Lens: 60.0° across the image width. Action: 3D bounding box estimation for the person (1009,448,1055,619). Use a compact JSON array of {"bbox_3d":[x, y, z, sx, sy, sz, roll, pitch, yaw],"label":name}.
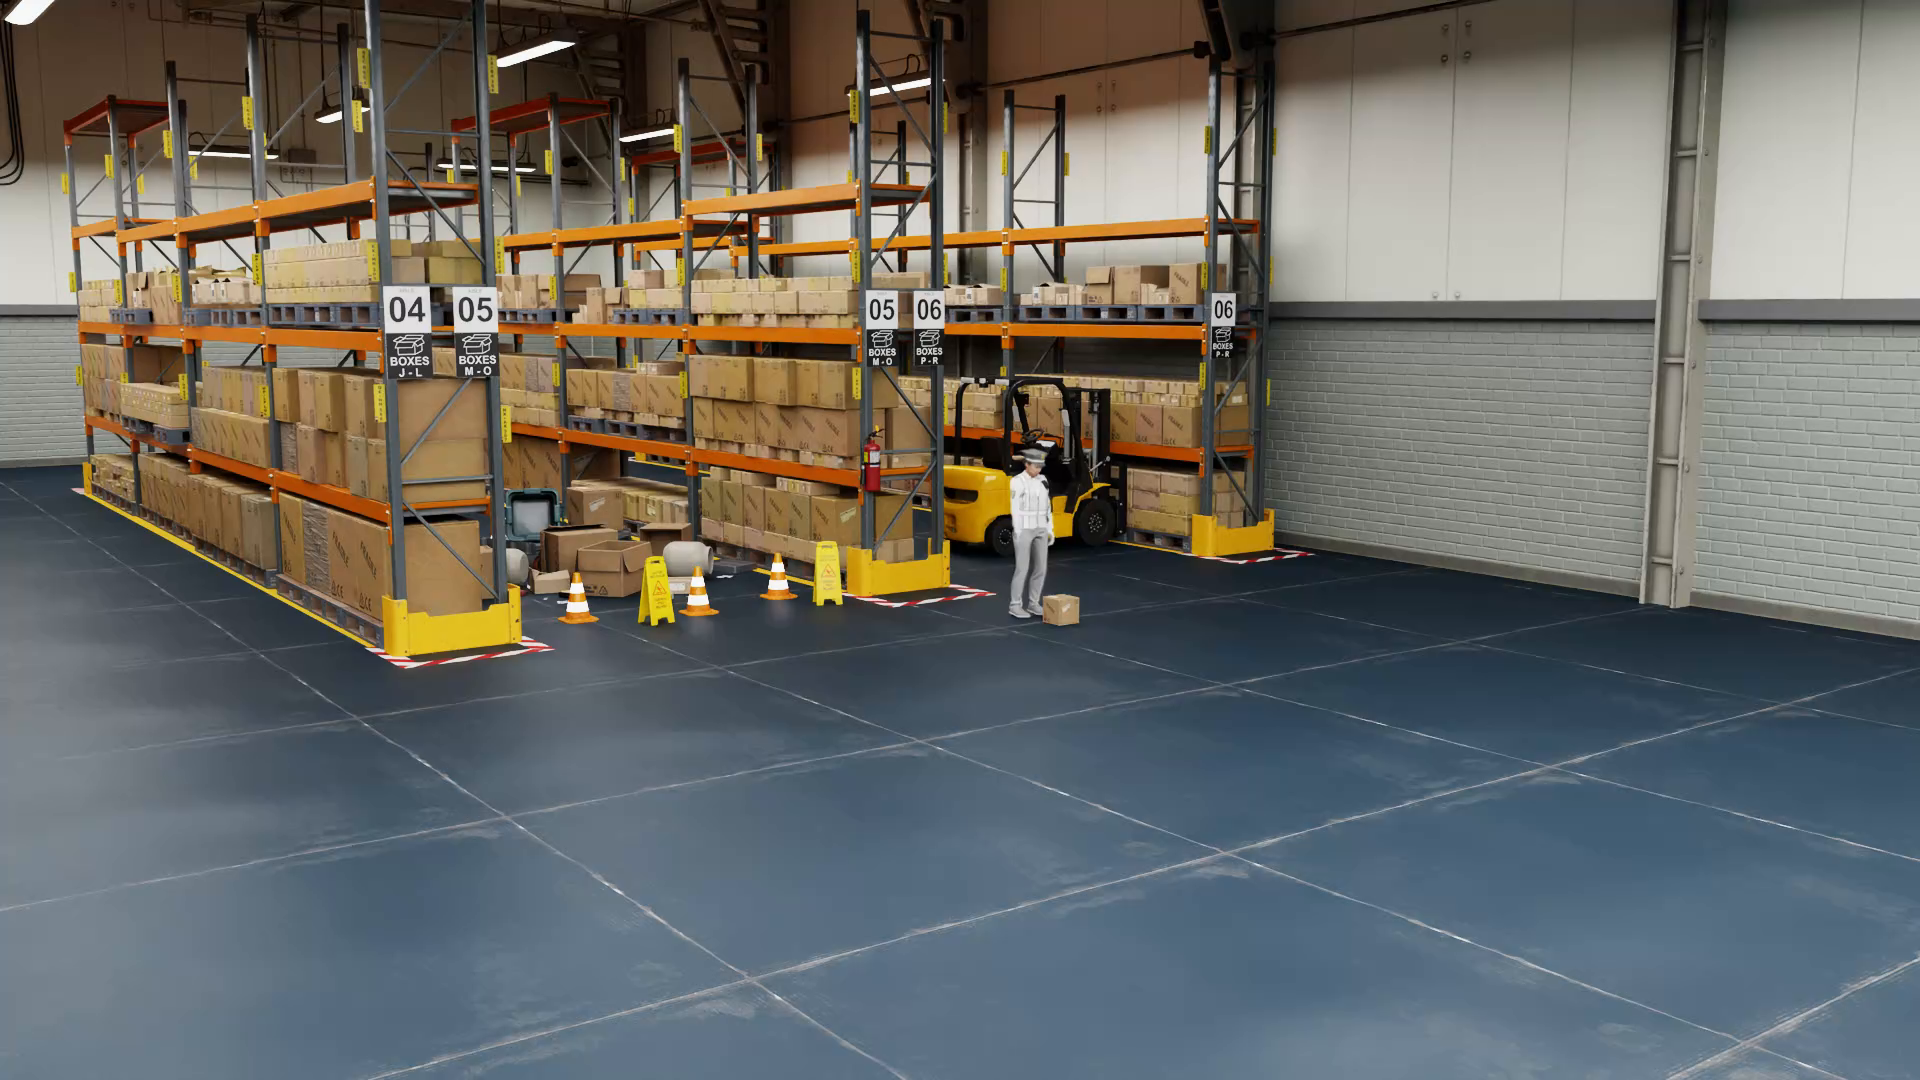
[{"bbox_3d":[0.709,-0.073,16.379,0.474,1.661,0.327,-5,10,-35],"label":"person"}]
